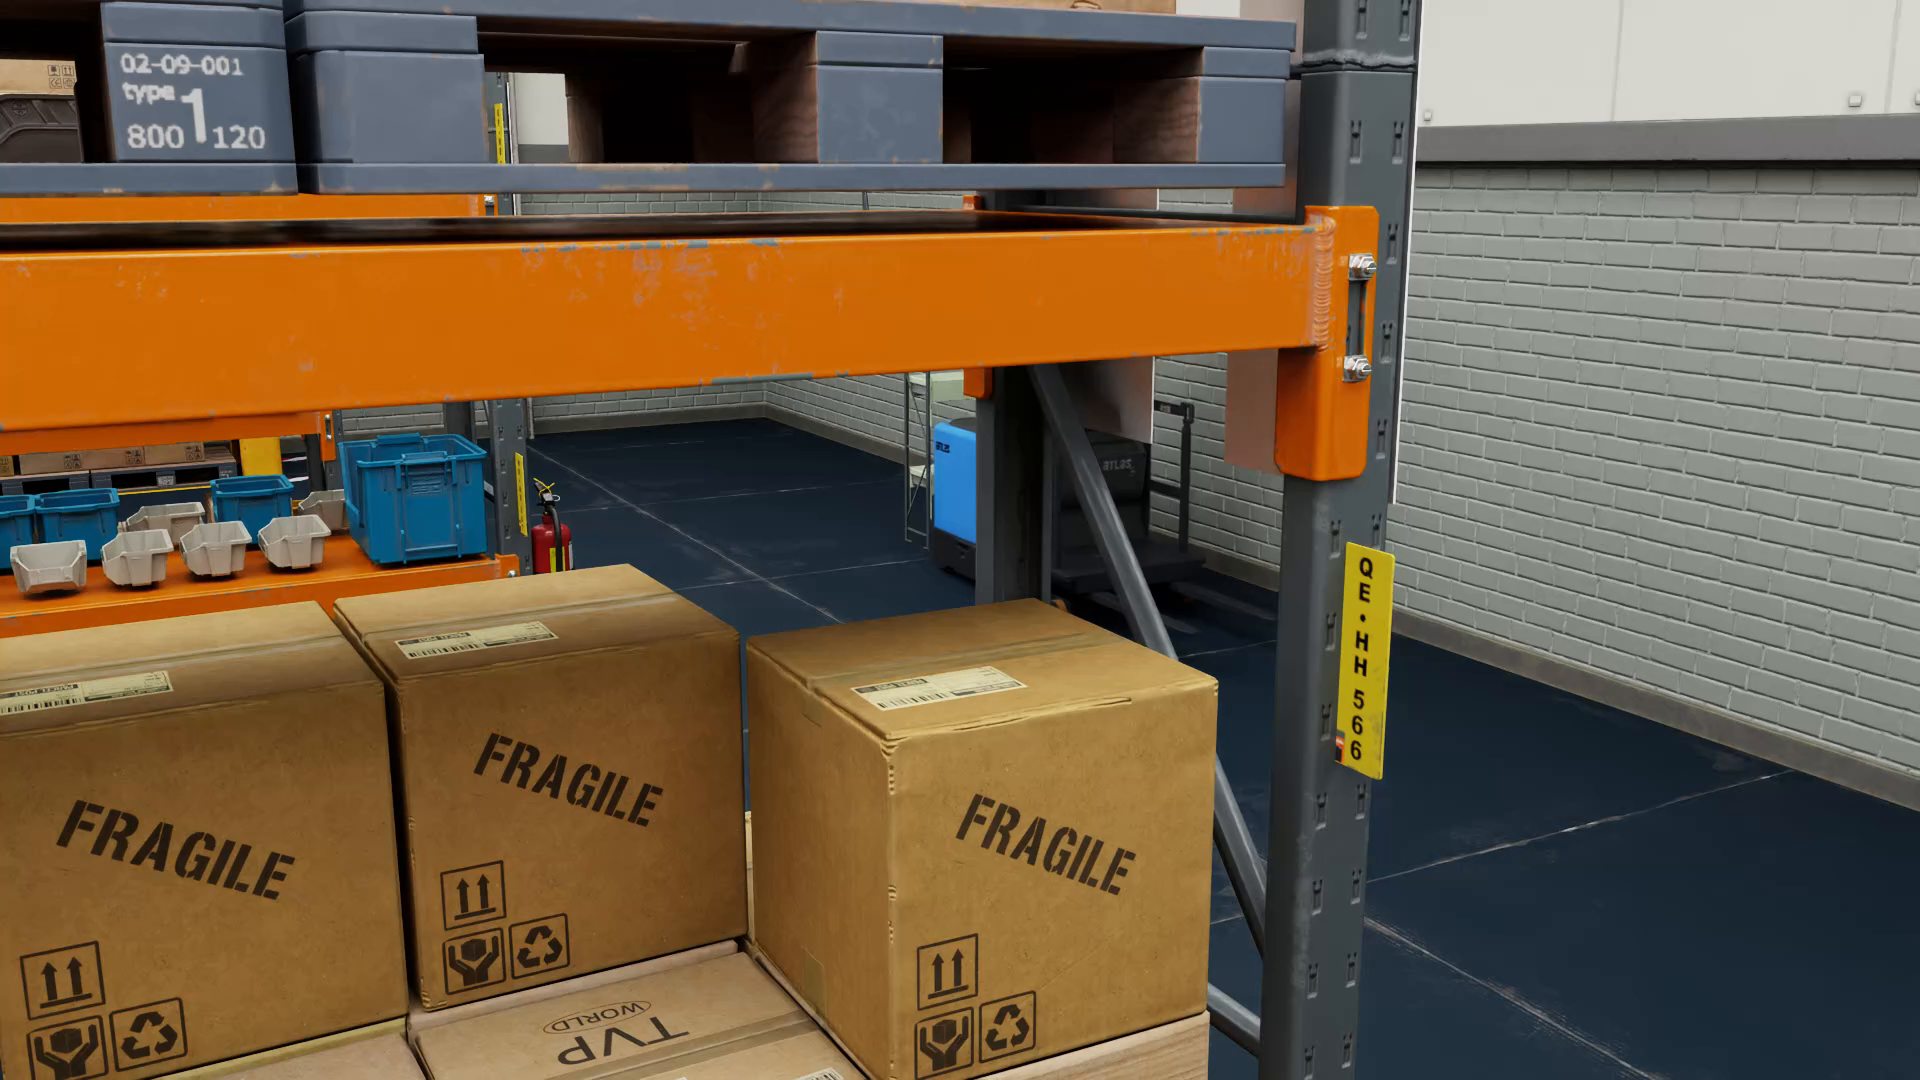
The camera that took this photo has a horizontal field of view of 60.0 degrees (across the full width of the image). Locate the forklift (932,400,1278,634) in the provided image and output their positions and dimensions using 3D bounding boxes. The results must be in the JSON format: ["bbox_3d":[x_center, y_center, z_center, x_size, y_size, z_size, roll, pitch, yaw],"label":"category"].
[{"bbox_3d":[0.928,-0.999,10.871,1.130,2.935,3.031,-7,14,-27],"label":"forklift"}]

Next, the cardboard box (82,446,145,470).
[{"bbox_3d":[-7.806,-0.959,15.275,0.500,0.500,0.700,-7,14,-28],"label":"cardboard box"}]

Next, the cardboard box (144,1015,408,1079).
[{"bbox_3d":[-1.127,0.779,2.479,0.500,0.250,0.500,-7,15,-30],"label":"cardboard box"}]

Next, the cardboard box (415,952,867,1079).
[{"bbox_3d":[-0.424,0.828,2.262,0.500,0.250,0.500,-7,15,-29],"label":"cardboard box"}]

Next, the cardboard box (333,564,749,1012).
[{"bbox_3d":[-0.670,0.358,2.643,0.500,0.500,0.500,-7,15,-29],"label":"cardboard box"}]

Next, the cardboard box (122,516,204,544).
[{"bbox_3d":[-5.476,0.017,11.462,0.500,0.250,0.500,-7,14,-28],"label":"cardboard box"}]

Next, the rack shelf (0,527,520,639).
[{"bbox_3d":[-3.809,0.351,6.354,4.000,0.370,1.077,-7,14,-28],"label":"rack shelf"}]

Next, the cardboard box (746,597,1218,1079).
[{"bbox_3d":[0.018,0.409,2.417,0.500,0.500,0.500,-7,14,-27],"label":"cardboard box"}]

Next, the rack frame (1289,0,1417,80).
[{"bbox_3d":[0.320,-2.182,2.310,0.127,3.000,1.000,-7,14,-28],"label":"rack frame"}]

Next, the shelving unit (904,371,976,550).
[{"bbox_3d":[-0.006,-0.731,12.941,0.755,1.500,0.431,-7,14,-28],"label":"shelving unit"}]

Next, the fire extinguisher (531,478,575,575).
[{"bbox_3d":[-1.703,0.081,6.941,0.183,0.674,0.296,-7,14,-28],"label":"fire extinguisher"}]

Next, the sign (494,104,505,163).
[{"bbox_3d":[-1.776,-1.518,6.429,0.005,0.325,0.100,-7,14,-28],"label":"sign"}]

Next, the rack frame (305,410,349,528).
[{"bbox_3d":[-4.424,-1.165,11.453,0.127,3.000,1.000,-7,14,-28],"label":"rack frame"}]

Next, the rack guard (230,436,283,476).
[{"bbox_3d":[-6.779,-0.902,15.979,0.348,0.500,1.175,-7,14,-28],"label":"rack guard"}]

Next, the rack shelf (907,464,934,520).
[{"bbox_3d":[-0.006,-0.413,13.013,0.720,0.370,0.431,-7,14,-28],"label":"rack shelf"}]

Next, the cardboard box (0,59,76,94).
[{"bbox_3d":[-5.734,-2.998,10.262,0.500,0.500,0.700,-7,14,-28],"label":"cardboard box"}]

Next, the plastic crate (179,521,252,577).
[{"bbox_3d":[-2.944,0.038,6.573,0.243,0.136,0.396,-7,14,-28],"label":"plastic crate"}]

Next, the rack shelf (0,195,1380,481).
[{"bbox_3d":[-1.436,-0.157,1.783,4.000,0.370,1.077,-7,14,-28],"label":"rack shelf"}]

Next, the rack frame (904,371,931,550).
[{"bbox_3d":[-0.327,-0.692,12.770,0.023,1.500,0.400,-7,14,-28],"label":"rack frame"}]

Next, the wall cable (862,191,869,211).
[{"bbox_3d":[-1.665,-4.057,17.714,0.112,2.526,3.097,-7,14,-28],"label":"wall cable"}]

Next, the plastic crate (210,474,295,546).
[{"bbox_3d":[-3.006,-0.126,7.080,0.300,0.233,0.416,-7,14,-28],"label":"plastic crate"}]

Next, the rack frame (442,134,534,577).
[{"bbox_3d":[-2.054,-0.210,7.210,0.127,3.000,1.000,-7,14,-28],"label":"rack frame"}]

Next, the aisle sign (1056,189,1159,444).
[{"bbox_3d":[0.239,-0.589,2.974,0.004,0.787,0.394,-7,14,-28],"label":"aisle sign"}]

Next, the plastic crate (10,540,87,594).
[{"bbox_3d":[-3.428,0.107,6.268,0.250,0.136,0.298,-7,14,-28],"label":"plastic crate"}]

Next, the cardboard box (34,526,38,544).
[{"bbox_3d":[-6.288,0.061,10.692,0.637,0.503,0.797,-7,14,-28],"label":"cardboard box"}]

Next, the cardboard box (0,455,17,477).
[{"bbox_3d":[-8.712,-0.848,14.784,0.500,0.500,0.700,-6,14,-27],"label":"cardboard box"}]

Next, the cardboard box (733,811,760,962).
[{"bbox_3d":[-0.231,0.671,2.959,0.500,0.250,0.500,-7,15,-29],"label":"cardboard box"}]

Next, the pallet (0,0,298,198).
[{"bbox_3d":[-1.399,-0.466,1.719,1.213,0.211,1.003,-7,14,-28],"label":"pallet"}]

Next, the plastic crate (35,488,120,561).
[{"bbox_3d":[-3.584,-0.056,6.773,0.300,0.233,0.416,-7,14,-28],"label":"plastic crate"}]

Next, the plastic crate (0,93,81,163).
[{"bbox_3d":[-3.526,-1.535,6.409,0.767,0.338,0.504,-7,14,-28],"label":"plastic crate"}]

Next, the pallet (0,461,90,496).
[{"bbox_3d":[-8.534,-0.532,14.993,1.213,0.211,1.003,-7,14,-28],"label":"pallet"}]
